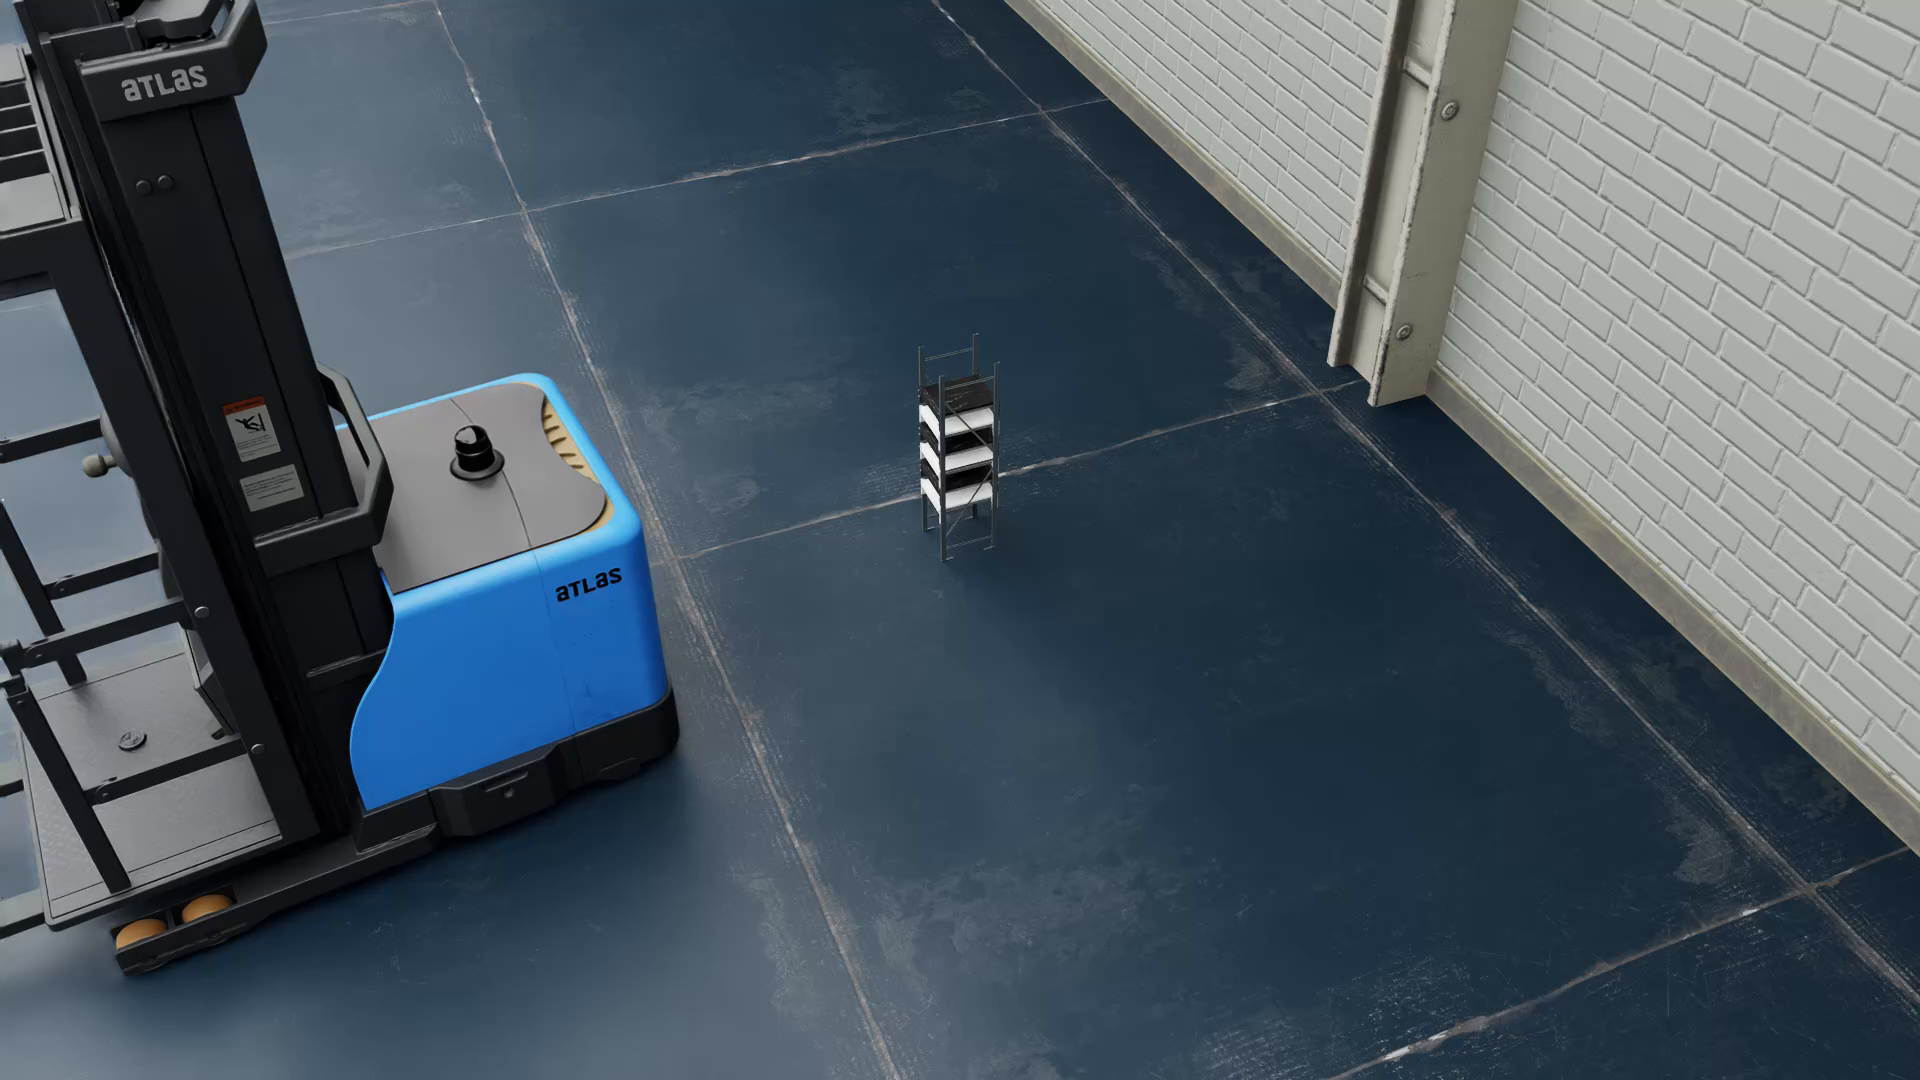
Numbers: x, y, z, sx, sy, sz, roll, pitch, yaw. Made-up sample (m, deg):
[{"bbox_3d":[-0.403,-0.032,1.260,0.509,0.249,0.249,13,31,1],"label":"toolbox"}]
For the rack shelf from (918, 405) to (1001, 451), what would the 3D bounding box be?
[{"bbox_3d":[-0.003,-0.457,6.367,0.258,0.077,0.200,-15,43,-17],"label":"rack shelf"}]

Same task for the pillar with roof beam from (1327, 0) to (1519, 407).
[{"bbox_3d":[-2.061,-3.088,3.439,9.100,9.000,0.400,-15,43,-17],"label":"pillar with roof beam"}]

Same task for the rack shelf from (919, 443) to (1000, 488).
[{"bbox_3d":[-0.003,-0.321,6.484,0.258,0.077,0.200,-15,43,-17],"label":"rack shelf"}]

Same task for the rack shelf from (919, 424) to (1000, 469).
[{"bbox_3d":[-0.003,-0.389,6.425,0.258,0.077,0.200,-15,43,-17],"label":"rack shelf"}]

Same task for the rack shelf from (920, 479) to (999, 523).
[{"bbox_3d":[-0.003,-0.184,6.601,0.258,0.077,0.200,-15,43,-17],"label":"rack shelf"}]

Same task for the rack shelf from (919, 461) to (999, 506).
[{"bbox_3d":[-0.003,-0.253,6.543,0.258,0.077,0.200,-15,43,-17],"label":"rack shelf"}]

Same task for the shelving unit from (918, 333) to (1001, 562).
[{"bbox_3d":[-0.003,-0.346,6.462,0.258,0.900,0.210,-15,43,-17],"label":"shelving unit"}]

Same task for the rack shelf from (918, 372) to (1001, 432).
[{"bbox_3d":[-0.003,-0.526,6.308,0.258,0.077,0.200,-15,43,-17],"label":"rack shelf"}]

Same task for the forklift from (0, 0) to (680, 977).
[{"bbox_3d":[-2.526,-0.164,4.693,3.031,2.935,1.130,-20,44,-21],"label":"forklift"}]

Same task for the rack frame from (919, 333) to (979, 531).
[{"bbox_3d":[-0.042,-0.407,6.534,0.240,0.900,0.006,-15,43,-17],"label":"rack frame"}]

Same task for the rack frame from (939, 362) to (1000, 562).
[{"bbox_3d":[0.036,-0.285,6.391,0.240,0.900,0.006,-15,43,-17],"label":"rack frame"}]
